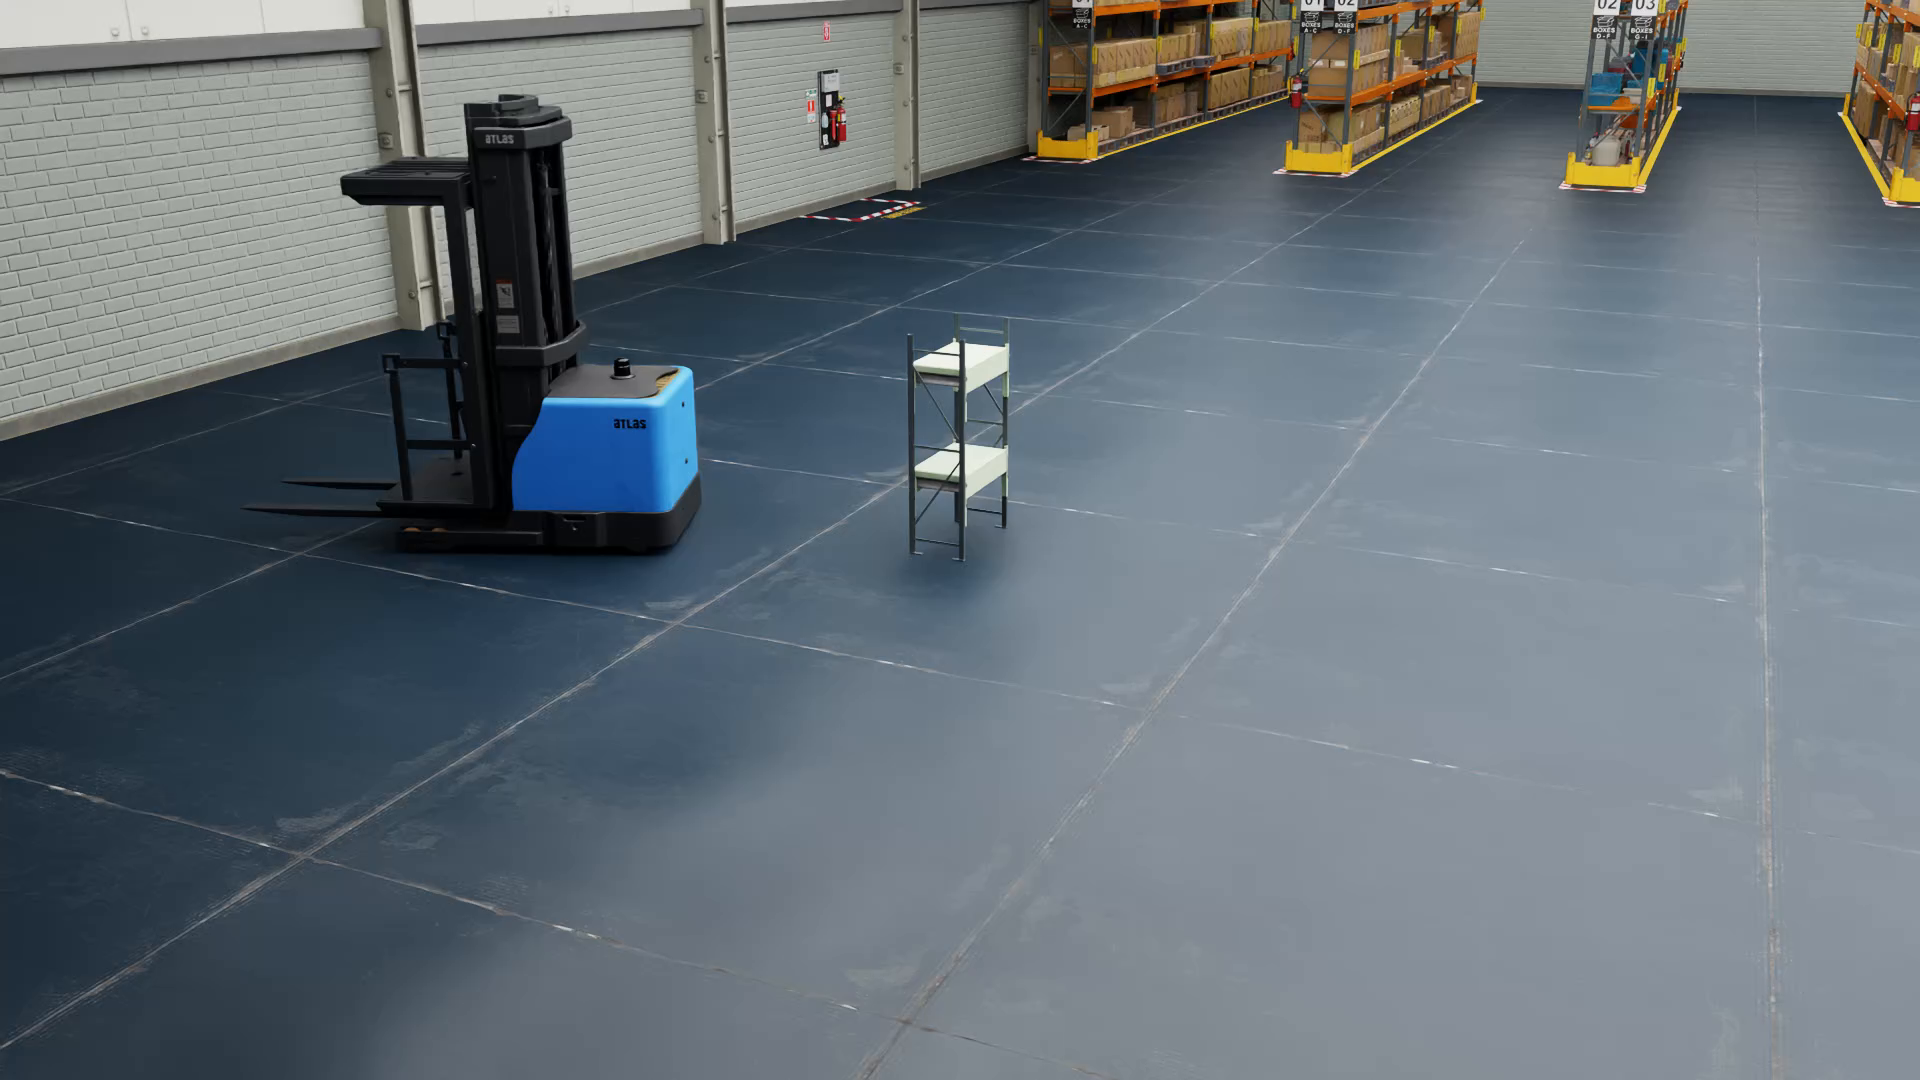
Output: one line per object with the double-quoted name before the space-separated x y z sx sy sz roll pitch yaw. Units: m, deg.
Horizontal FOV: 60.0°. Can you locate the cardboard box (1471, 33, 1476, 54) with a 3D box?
"cardboard box" 12.996 -12.825 42.905 0.500 0.500 0.500 9 21 23

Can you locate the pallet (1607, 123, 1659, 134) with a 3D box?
"pallet" 14.666 -8.918 36.229 1.003 0.211 1.213 9 21 23

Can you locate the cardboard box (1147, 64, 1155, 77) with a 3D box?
"cardboard box" 3.788 -9.874 34.950 0.500 0.250 0.500 9 21 23

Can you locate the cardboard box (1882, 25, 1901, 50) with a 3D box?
"cardboard box" 19.992 -10.643 35.273 0.797 0.503 0.637 9 21 23

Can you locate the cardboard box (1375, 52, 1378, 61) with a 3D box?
"cardboard box" 7.892 -9.372 32.228 0.380 0.149 0.250 8 21 22

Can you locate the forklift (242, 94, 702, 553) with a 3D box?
"forklift" -3.403 -1.470 11.229 3.031 2.935 1.130 1 20 3

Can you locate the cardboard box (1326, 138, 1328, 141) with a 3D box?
"cardboard box" 6.732 -7.481 31.505 0.500 0.250 0.500 9 21 23

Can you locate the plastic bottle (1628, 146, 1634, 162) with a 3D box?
"plastic bottle" 12.132 -6.972 30.013 0.097 0.271 0.097 0 20 0

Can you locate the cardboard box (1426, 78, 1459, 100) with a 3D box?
"cardboard box" 12.267 -11.494 42.382 0.797 0.503 0.637 9 21 23

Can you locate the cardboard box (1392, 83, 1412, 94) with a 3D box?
"cardboard box" 10.052 -10.384 38.146 0.500 0.250 0.500 9 22 25

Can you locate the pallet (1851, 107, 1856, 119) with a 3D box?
"pallet" 21.920 -10.182 39.783 1.003 0.211 1.213 9 21 23

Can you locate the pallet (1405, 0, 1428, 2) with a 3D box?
"pallet" 9.212 -11.428 34.931 1.003 0.211 1.213 10 22 25

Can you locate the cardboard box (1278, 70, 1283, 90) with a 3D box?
"cardboard box" 8.424 -12.582 45.475 0.700 0.500 0.500 9 21 23

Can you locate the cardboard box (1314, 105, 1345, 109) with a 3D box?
"cardboard box" 7.138 -8.141 32.241 0.500 0.500 0.500 9 21 23

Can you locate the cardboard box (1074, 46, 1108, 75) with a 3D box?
"cardboard box" 2.537 -9.295 32.204 0.500 0.500 0.500 9 21 23

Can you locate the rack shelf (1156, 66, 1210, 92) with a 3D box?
"rack shelf" 4.524 -10.394 37.292 1.077 0.370 4.000 9 21 23

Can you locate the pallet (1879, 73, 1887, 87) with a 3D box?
"pallet" 18.705 -8.982 32.535 1.213 0.211 1.003 9 21 23

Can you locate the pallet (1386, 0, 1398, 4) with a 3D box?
"pallet" 7.900 -10.550 32.313 1.003 0.211 1.213 9 21 23

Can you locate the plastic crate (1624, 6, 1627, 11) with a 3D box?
"plastic crate" 11.849 -9.630 29.911 0.336 0.188 0.450 9 21 23

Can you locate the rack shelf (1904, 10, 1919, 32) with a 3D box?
"rack shelf" 16.443 -8.545 27.617 1.077 0.370 4.000 9 21 23

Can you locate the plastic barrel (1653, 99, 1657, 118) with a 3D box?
"plastic barrel" 15.491 -10.036 37.718 0.600 0.901 0.708 9 21 23

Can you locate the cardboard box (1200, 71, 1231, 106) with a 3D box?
"cardboard box" 6.129 -11.003 40.512 0.750 0.750 0.750 8 21 22

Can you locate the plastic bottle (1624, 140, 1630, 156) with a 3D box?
"plastic bottle" 12.364 -7.261 30.806 0.061 0.283 0.133 9 21 23

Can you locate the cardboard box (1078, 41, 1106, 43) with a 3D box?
"cardboard box" 2.695 -9.829 33.705 0.500 0.500 0.500 9 21 23

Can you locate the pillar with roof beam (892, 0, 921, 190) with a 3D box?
"pillar with roof beam" 3.035 -9.633 25.125 9.100 9.000 0.400 9 21 23

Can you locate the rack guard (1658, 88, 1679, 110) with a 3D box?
"rack guard" 17.655 -11.262 42.389 1.175 0.500 0.348 9 21 23

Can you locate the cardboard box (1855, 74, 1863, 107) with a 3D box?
"cardboard box" 21.987 -10.741 39.738 0.875 0.875 0.875 9 21 23

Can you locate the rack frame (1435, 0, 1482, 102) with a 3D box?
"rack frame" 13.140 -13.111 43.859 1.000 3.000 0.127 9 21 23

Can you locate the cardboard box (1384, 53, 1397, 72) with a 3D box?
"cardboard box" 8.771 -9.883 34.634 0.500 0.500 0.500 10 22 27

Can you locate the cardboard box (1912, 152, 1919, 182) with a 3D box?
"cardboard box" 15.895 -6.068 27.159 0.500 0.500 0.500 13 23 33

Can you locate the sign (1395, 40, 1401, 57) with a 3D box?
"sign" 8.733 -9.812 33.173 0.100 0.325 0.005 9 21 23

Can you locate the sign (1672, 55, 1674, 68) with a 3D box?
"sign" 14.886 -9.988 34.834 0.100 0.325 0.005 9 21 23

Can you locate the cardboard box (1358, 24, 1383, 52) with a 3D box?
"cardboard box" 7.844 -9.810 32.491 0.700 0.500 0.500 8 21 23

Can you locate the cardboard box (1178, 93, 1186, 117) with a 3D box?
"cardboard box" 4.779 -10.005 38.198 0.700 0.500 0.500 9 21 23

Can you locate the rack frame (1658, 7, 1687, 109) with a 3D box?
"rack frame" 17.657 -12.430 41.944 1.000 3.000 0.127 9 21 23

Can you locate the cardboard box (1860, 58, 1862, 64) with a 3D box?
"cardboard box" 21.101 -11.099 38.575 0.380 0.149 0.250 8 21 21

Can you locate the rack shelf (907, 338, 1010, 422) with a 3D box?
"rack shelf" -0.003 -1.072 11.081 0.431 0.370 0.720 9 21 23

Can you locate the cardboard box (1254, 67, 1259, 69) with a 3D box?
"cardboard box" 7.775 -12.565 44.460 0.380 0.149 0.250 9 21 23

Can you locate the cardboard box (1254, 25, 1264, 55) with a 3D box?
"cardboard box" 7.218 -12.872 42.738 0.980 0.700 0.700 9 21 24

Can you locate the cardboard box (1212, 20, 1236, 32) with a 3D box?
"cardboard box" 6.388 -12.472 40.320 0.500 0.250 0.500 8 21 22

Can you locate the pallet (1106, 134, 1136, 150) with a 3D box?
"pallet" 2.964 -8.223 34.276 1.003 0.211 1.213 9 21 23

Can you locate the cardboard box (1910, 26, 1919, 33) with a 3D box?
"cardboard box" 17.715 -8.786 30.177 1.000 1.000 1.000 9 21 23

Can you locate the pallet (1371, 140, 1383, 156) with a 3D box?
"pallet" 7.862 -7.892 33.344 1.003 0.211 1.213 9 21 23

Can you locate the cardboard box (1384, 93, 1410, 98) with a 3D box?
"cardboard box" 10.033 -10.013 38.222 0.500 0.500 0.500 9 22 25

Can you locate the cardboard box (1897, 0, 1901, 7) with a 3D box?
"cardboard box" 18.063 -10.224 31.487 0.500 0.250 0.500 9 21 24

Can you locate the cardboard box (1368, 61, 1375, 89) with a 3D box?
"cardboard box" 7.631 -9.038 32.258 0.700 0.500 0.500 9 21 24

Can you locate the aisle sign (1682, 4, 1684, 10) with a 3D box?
"aisle sign" 17.954 -13.637 41.458 0.394 0.787 0.004 9 21 23

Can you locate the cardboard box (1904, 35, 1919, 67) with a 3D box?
"cardboard box" 16.437 -8.332 28.336 0.500 0.500 0.500 9 21 23

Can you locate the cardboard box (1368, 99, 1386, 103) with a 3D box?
"cardboard box" 8.963 -9.395 36.049 0.500 0.311 0.500 8 21 21

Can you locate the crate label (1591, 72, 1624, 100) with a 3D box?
"crate label" 11.612 -8.156 29.872 0.502 0.435 0.616 9 21 23

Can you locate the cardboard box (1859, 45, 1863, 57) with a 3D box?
"cardboard box" 21.317 -11.397 38.820 0.500 0.250 0.500 8 21 21

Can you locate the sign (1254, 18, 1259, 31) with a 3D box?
"sign" 7.480 -13.004 41.947 0.100 0.325 0.005 9 21 23

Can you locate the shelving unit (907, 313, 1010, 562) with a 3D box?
"shelving unit" -0.003 -0.705 11.212 0.431 1.500 0.755 9 21 23

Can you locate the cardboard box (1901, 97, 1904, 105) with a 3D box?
"cardboard box" 16.298 -7.479 28.397 0.380 0.149 0.250 9 21 23

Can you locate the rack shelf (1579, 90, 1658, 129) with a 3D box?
"rack shelf" 11.925 -7.812 30.031 1.077 0.370 4.000 9 21 23

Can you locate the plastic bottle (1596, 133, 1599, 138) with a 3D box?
"plastic bottle" 12.034 -7.531 31.466 0.144 0.351 0.185 9 22 24
